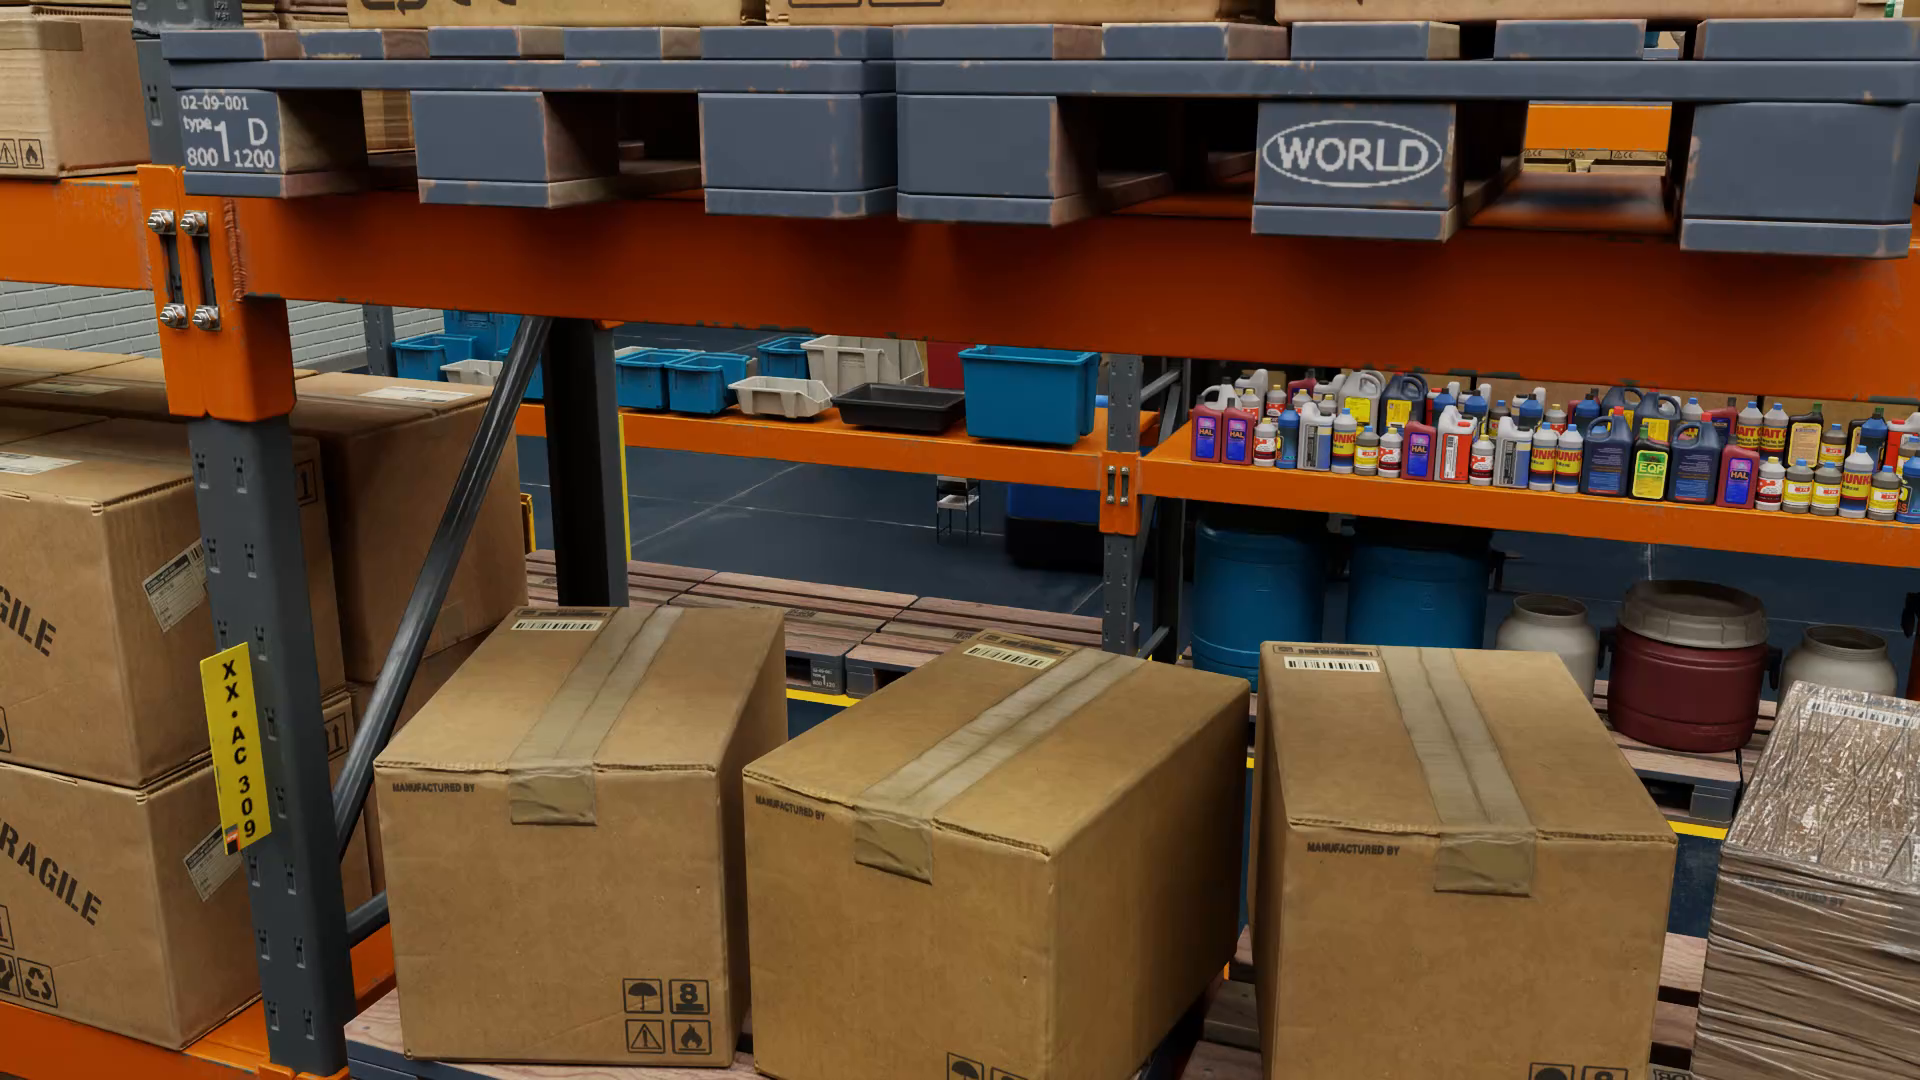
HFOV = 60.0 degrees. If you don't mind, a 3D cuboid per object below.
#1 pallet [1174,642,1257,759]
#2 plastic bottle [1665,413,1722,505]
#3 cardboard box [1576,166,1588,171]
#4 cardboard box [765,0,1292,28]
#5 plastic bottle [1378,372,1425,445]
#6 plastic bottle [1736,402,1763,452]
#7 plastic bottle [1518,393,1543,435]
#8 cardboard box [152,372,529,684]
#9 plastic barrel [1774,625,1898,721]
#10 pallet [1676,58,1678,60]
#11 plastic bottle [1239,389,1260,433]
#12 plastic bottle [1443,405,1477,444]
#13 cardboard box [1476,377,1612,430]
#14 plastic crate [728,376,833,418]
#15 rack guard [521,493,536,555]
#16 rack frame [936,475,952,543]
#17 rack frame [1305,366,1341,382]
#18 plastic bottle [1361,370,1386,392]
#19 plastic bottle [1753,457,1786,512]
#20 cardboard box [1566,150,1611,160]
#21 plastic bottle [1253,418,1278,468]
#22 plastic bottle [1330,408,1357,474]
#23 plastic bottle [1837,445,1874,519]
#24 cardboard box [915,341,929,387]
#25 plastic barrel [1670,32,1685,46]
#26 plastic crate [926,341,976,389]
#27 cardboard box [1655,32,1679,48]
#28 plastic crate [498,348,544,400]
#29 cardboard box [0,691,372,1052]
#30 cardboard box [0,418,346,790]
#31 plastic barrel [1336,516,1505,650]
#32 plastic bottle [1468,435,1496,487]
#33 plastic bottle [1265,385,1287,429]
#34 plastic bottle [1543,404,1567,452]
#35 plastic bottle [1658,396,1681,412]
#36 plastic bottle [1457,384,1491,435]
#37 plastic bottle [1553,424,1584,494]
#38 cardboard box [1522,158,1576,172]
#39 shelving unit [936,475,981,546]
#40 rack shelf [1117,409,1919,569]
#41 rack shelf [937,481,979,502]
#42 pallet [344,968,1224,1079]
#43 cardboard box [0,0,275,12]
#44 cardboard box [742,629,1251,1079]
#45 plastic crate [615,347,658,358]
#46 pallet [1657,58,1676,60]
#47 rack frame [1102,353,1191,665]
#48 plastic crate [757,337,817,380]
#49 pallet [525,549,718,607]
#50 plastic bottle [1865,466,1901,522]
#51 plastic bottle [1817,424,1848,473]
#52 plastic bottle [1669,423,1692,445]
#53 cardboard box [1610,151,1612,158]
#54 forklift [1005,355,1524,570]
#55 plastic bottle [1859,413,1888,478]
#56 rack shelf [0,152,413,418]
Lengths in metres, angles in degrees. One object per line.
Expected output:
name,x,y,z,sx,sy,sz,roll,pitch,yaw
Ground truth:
pallet,1.582,0.747,7.723,1.213,0.211,1.003,6,17,21
plastic bottle,2.872,-0.324,6.498,0.185,0.351,0.144,6,17,21
cardboard box,6.017,-3.512,16.022,0.250,0.149,0.380,6,17,19
cardboard box,0.130,-1.003,2.257,0.600,0.600,0.600,6,17,20
plastic bottle,1.974,-0.593,7.425,0.185,0.351,0.144,6,17,21
plastic bottle,3.359,-0.453,7.084,0.097,0.271,0.097,0,16,0
plastic bottle,2.486,-0.503,7.258,0.097,0.271,0.097,0,16,0
cardboard box,-1.276,-0.047,3.484,0.500,0.500,0.500,7,18,22
plastic barrel,3.581,0.640,6.799,0.421,0.512,0.421,0,16,0
pallet,4.758,-3.073,10.838,1.213,0.211,1.003,7,18,23
plastic bottle,1.336,-0.596,7.703,0.097,0.201,0.097,0,16,0
plastic bottle,2.088,-0.421,6.967,0.135,0.276,0.152,6,17,21
cardboard box,4.131,-0.997,11.784,0.875,0.875,1.225,6,17,19
plastic crate,-0.851,-0.685,8.017,0.466,0.136,0.293,6,17,21
rack guard,-2.869,0.110,9.398,0.348,0.500,1.175,6,17,21
rack frame,-0.102,-0.443,10.587,0.006,0.900,0.240,6,17,21
rack frame,2.697,-1.967,12.068,0.127,3.000,1.000,6,17,21
plastic bottle,1.855,-0.649,7.619,0.185,0.351,0.144,6,17,21
plastic bottle,3.119,-0.218,6.402,0.097,0.201,0.097,0,16,0
cardboard box,7.586,-4.849,20.023,0.500,0.500,0.500,6,17,19
plastic bottle,1.302,-0.418,7.090,0.097,0.201,0.097,0,16,0
plastic bottle,1.609,-0.418,6.964,0.097,0.271,0.097,0,16,0
plastic bottle,3.390,-0.222,6.289,0.097,0.271,0.097,0,16,0
cardboard box,-0.399,-1.513,13.562,0.875,0.875,0.875,6,17,21
plastic barrel,2.896,-2.123,6.229,0.433,0.535,0.433,0,16,0
plastic crate,0.141,-0.898,8.165,0.583,0.464,0.402,6,17,21
cardboard box,4.510,-3.453,10.869,0.637,0.503,0.797,6,17,20
plastic crate,-2.120,-0.862,8.455,0.300,0.233,0.416,6,17,21
cardboard box,-1.501,0.569,3.153,0.500,0.500,0.500,7,17,22
cardboard box,-1.507,0.089,3.013,0.500,0.500,0.500,6,17,21
plastic barrel,2.038,0.256,7.421,0.708,0.901,0.600,6,17,21
plastic bottle,2.130,-0.327,6.776,0.097,0.201,0.097,0,16,0
plastic bottle,1.483,-0.626,7.805,0.097,0.201,0.097,0,16,0
plastic bottle,2.633,-0.499,7.369,0.097,0.201,0.097,0,16,0
plastic bottle,3.027,-0.484,7.181,0.135,0.276,0.152,6,17,21
plastic bottle,2.299,-0.564,7.457,0.135,0.276,0.152,6,17,21
plastic bottle,2.436,-0.327,6.651,0.097,0.271,0.097,0,16,0
cardboard box,3.928,-2.360,11.445,0.637,0.503,0.797,6,17,21
shelving unit,-0.008,-0.433,10.551,0.210,0.900,0.258,6,17,21
rack shelf,2.740,-0.132,7.039,4.000,0.370,1.077,6,17,21
rack shelf,-0.008,-0.315,10.585,0.200,0.077,0.258,6,17,21
pallet,-0.238,0.804,2.867,1.213,0.211,1.003,6,17,21
cardboard box,-1.493,-0.986,2.682,0.500,0.250,0.500,6,17,21
cardboard box,0.080,0.513,2.595,0.500,0.500,0.700,9,19,29
plastic crate,-1.752,-0.924,8.841,0.243,0.136,0.396,6,17,21
pallet,6.112,-4.397,15.397,1.003,0.211,1.213,6,17,21
rack frame,0.880,-0.682,7.644,0.127,3.000,1.000,6,17,21
plastic crate,-0.837,-0.896,8.574,0.300,0.233,0.416,6,17,21
pallet,-2.089,0.342,9.117,1.213,0.211,1.003,6,17,21
plastic bottle,3.481,-0.178,6.264,0.097,0.201,0.097,0,16,0
plastic bottle,3.664,-0.386,6.978,0.097,0.201,0.097,0,16,0
plastic bottle,2.885,-0.321,6.609,0.133,0.283,0.061,6,17,21
cardboard box,7.789,-4.977,20.463,0.500,0.500,0.500,7,18,22
forklift,1.847,-1.287,9.848,3.031,2.935,1.130,4,17,13
plastic bottle,3.766,-0.390,6.867,0.097,0.271,0.097,0,16,0
rack shelf,-2.802,-0.698,3.607,4.000,0.370,1.077,6,17,21
